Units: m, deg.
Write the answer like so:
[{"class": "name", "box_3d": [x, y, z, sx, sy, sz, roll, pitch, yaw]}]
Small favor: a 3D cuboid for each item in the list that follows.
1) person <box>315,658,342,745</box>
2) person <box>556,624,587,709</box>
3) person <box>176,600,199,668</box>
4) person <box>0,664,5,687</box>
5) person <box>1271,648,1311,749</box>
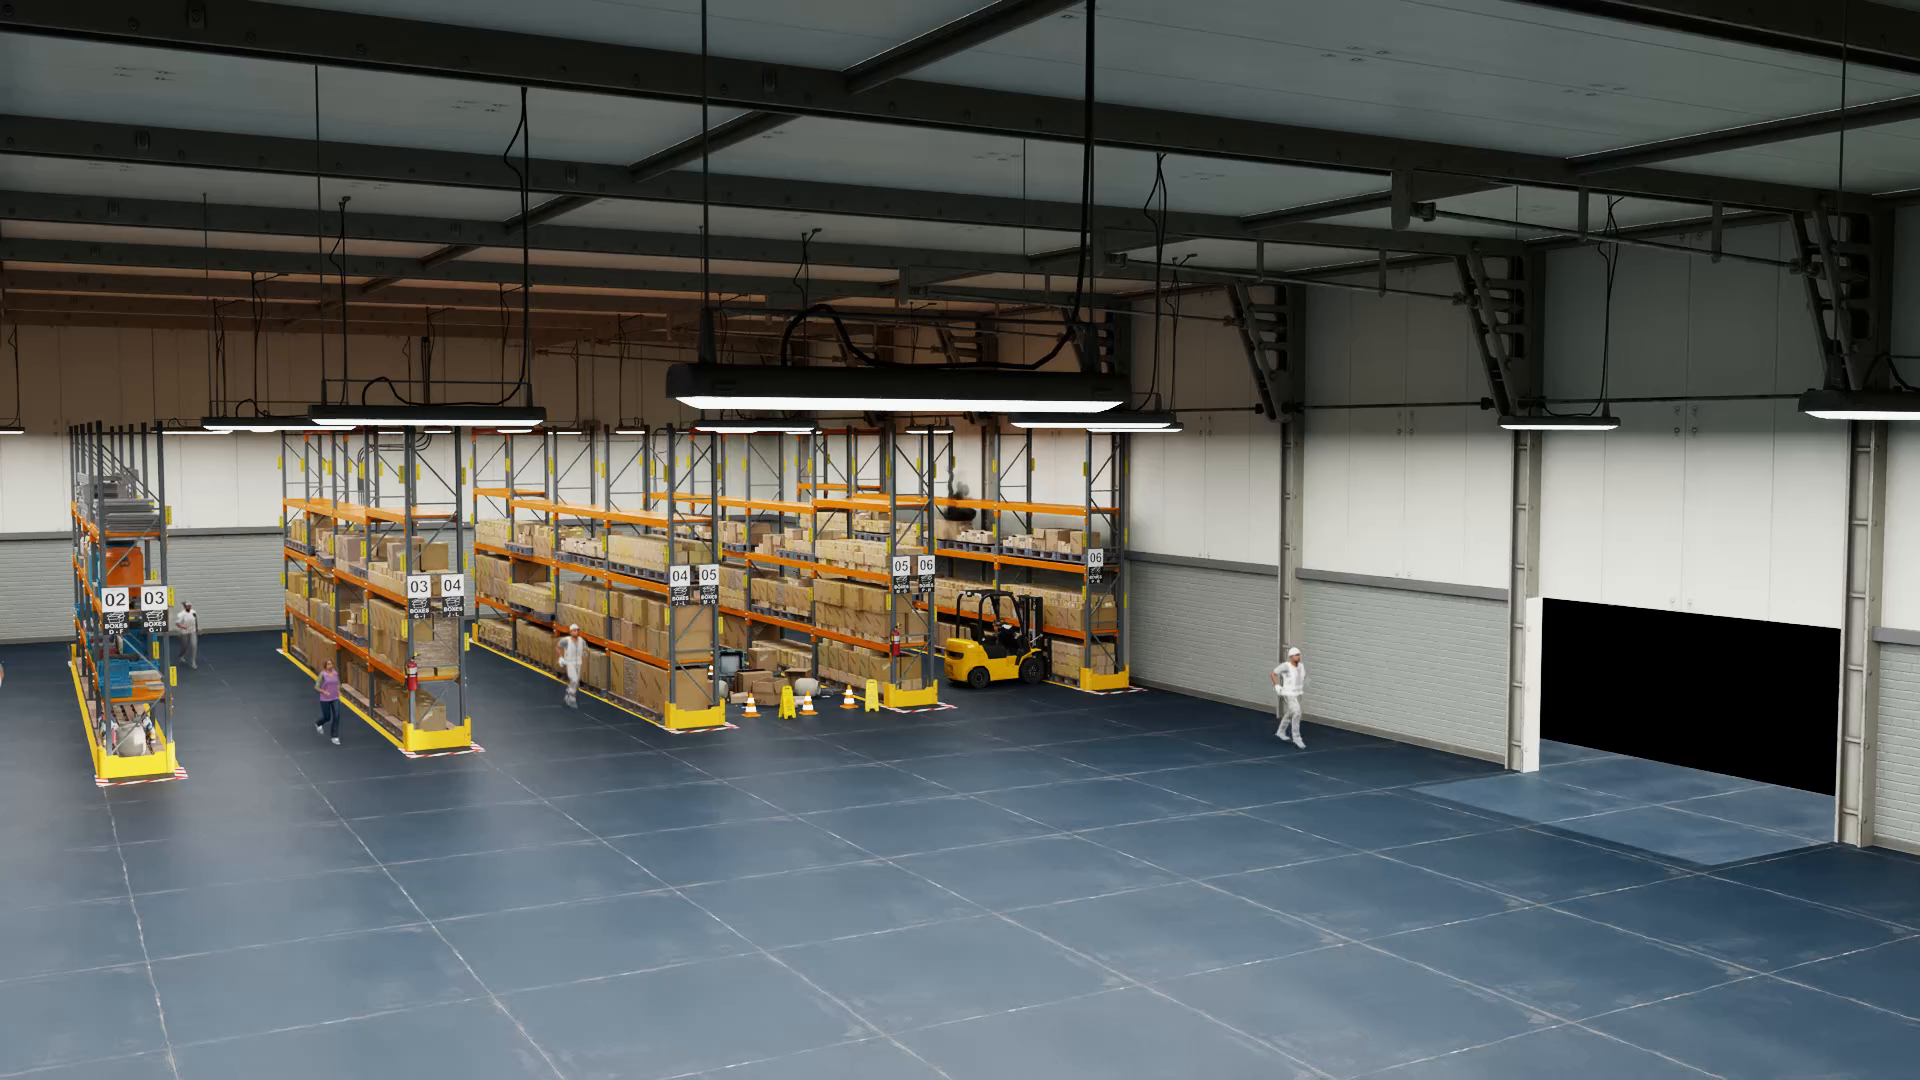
[{"class": "person", "box_3d": [-11.848, 3.011, 31.209, 0.812, 1.596, 0.538, 3, 5, 45]}, {"class": "person", "box_3d": [-8.178, 2.670, 35.202, 0.565, 1.809, 0.838, -3, 5, -44]}, {"class": "person", "box_3d": [-19.286, 2.329, 41.490, 0.571, 1.693, 0.886, -3, 5, -44]}, {"class": "person", "box_3d": [-18.626, 2.890, 31.796, 0.650, 1.754, 0.640, -3, 4, -35]}, {"class": "person", "box_3d": [6.181, 2.912, 30.918, 0.690, 1.836, 0.790, -3, 5, -42]}]
